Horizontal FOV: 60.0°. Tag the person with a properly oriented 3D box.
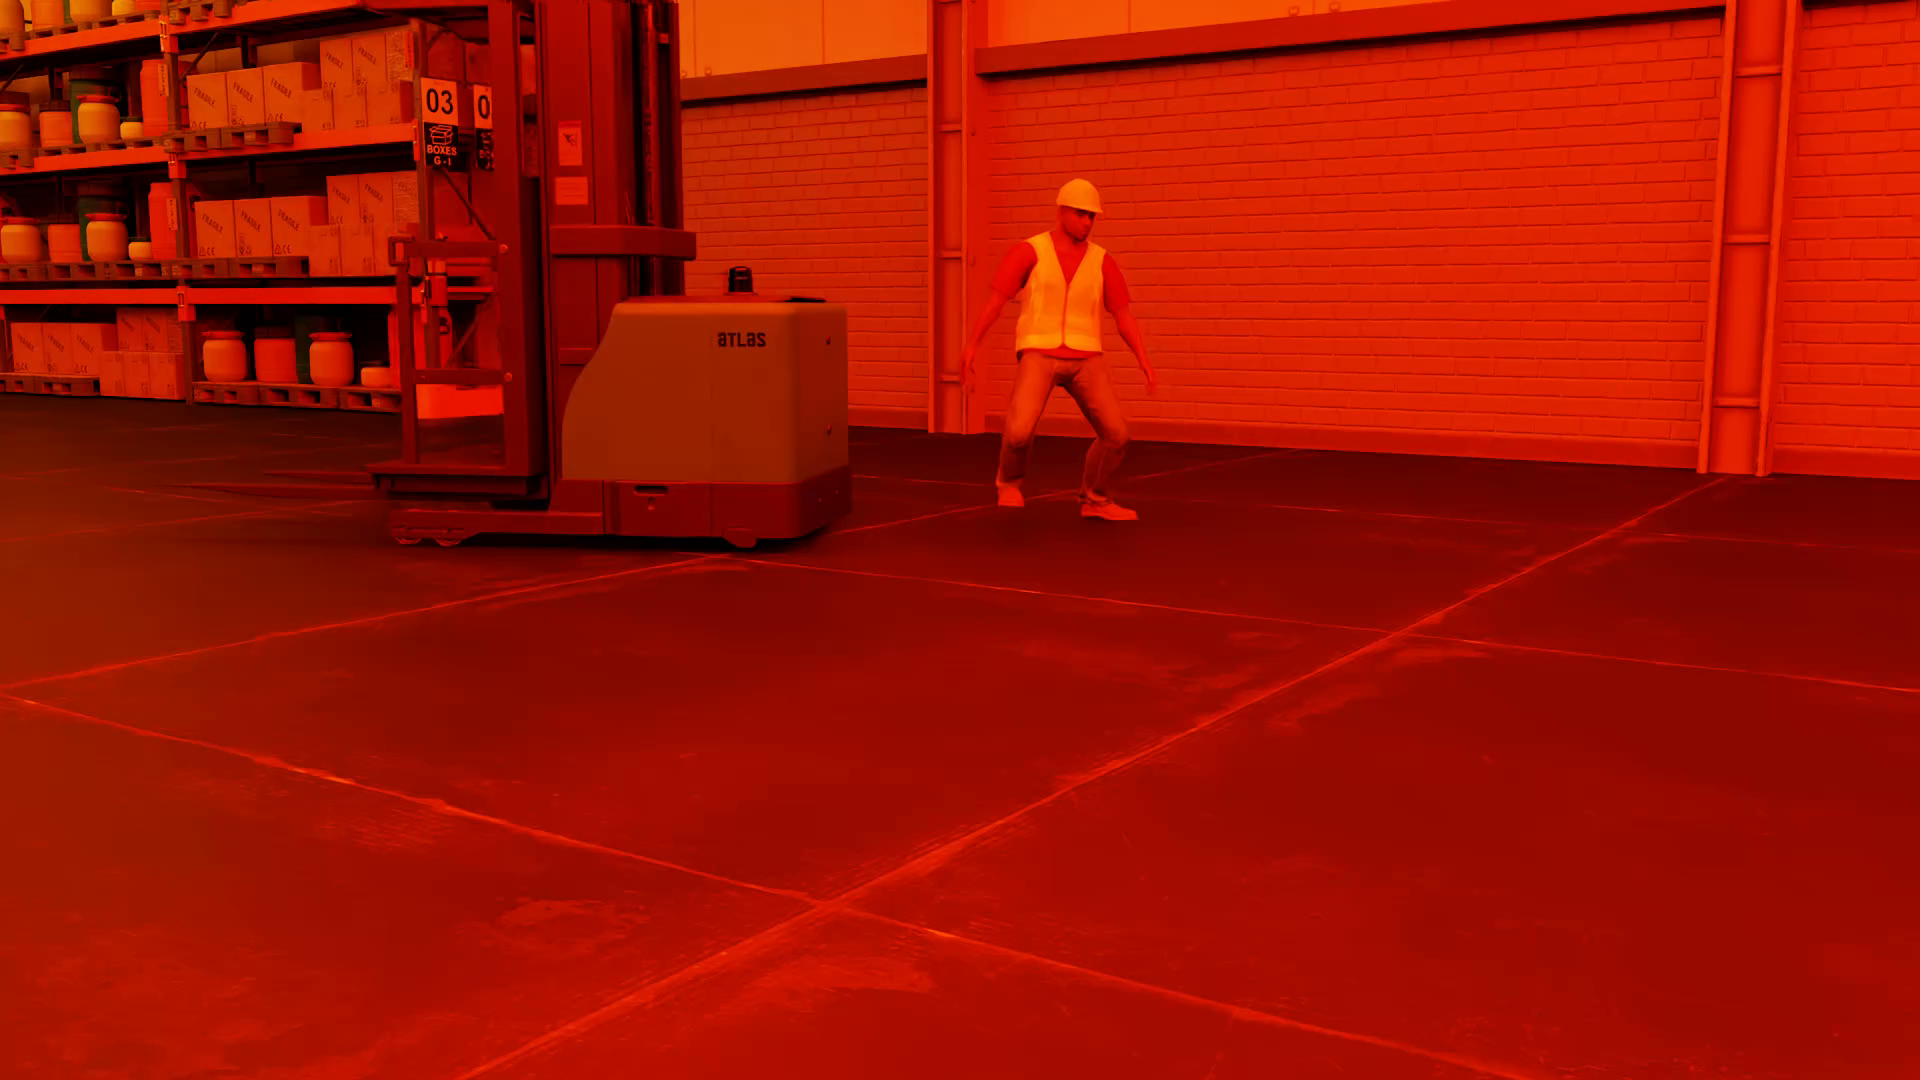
[{"bbox_3d":[0.477,-0.908,8.092,0.954,1.672,0.507,-1,8,-6],"label":"person"}]

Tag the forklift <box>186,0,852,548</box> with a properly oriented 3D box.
[{"bbox_3d":[-2.091,-1.493,7.691,3.031,2.935,1.130,2,8,10],"label":"forklift"}]
